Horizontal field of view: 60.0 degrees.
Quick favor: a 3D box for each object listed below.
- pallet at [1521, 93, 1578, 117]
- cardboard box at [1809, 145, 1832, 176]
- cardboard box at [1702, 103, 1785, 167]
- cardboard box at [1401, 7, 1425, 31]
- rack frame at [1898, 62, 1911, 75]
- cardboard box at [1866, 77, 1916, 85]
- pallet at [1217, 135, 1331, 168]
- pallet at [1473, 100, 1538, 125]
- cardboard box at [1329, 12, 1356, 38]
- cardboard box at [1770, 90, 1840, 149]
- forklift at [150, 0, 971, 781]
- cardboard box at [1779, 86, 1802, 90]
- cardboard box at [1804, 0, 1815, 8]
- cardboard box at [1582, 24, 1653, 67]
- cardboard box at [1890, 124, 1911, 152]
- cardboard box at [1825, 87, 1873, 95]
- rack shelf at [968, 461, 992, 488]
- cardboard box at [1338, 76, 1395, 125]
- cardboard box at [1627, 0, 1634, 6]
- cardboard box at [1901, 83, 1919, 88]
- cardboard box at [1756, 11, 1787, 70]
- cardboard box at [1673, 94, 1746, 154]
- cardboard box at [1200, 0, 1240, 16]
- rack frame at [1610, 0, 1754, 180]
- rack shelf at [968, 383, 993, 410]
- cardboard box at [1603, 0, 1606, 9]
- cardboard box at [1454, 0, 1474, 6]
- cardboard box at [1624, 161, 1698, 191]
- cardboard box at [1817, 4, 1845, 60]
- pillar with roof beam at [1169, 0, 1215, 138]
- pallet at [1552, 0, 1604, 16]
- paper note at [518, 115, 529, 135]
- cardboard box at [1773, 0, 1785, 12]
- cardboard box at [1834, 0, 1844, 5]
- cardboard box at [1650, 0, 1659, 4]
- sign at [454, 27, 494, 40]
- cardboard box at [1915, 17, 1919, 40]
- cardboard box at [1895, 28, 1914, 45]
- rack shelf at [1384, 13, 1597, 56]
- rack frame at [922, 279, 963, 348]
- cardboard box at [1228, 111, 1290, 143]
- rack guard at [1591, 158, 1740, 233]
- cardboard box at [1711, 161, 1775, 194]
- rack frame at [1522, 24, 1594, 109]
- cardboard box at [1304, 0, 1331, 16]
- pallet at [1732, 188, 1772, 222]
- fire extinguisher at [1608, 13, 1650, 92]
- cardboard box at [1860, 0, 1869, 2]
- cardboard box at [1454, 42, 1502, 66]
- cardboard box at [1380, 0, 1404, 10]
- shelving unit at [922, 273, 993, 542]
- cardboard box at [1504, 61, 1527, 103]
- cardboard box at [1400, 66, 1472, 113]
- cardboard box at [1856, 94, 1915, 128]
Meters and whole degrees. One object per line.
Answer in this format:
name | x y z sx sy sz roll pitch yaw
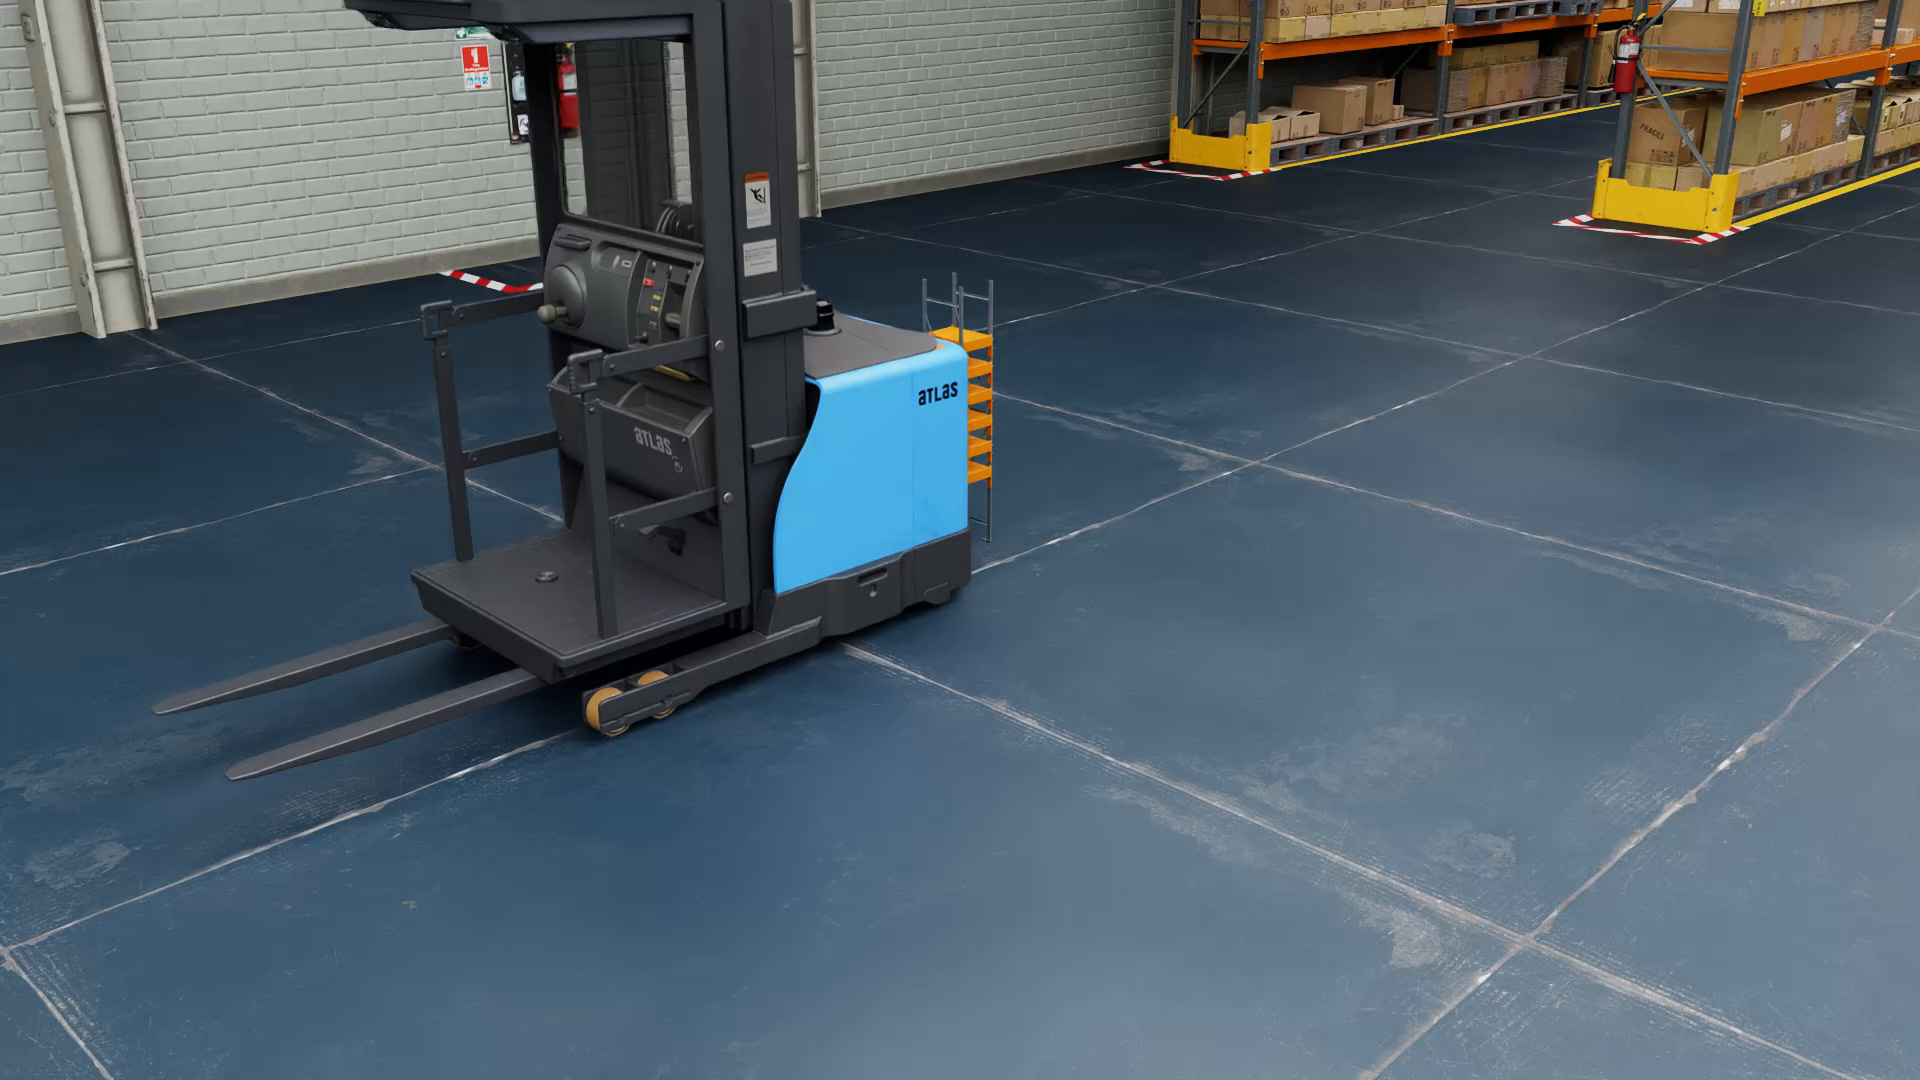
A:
pallet | 7.830 -6.072 23.079 1.003 0.211 1.213 19 28 41
cardboard box | 8.277 -3.788 16.496 0.500 0.250 0.500 19 28 41
cardboard box | 7.228 -3.753 15.360 0.500 0.500 0.500 19 28 41
cardboard box | 5.119 -6.162 19.607 0.500 0.250 0.500 19 28 41
rack frame | 11.928 -6.336 19.877 1.000 3.000 0.127 19 28 41
cardboard box | 10.992 -5.312 19.679 0.500 0.311 0.500 18 28 39
pallet | 3.441 -4.436 18.821 1.003 0.211 1.213 19 28 41
pallet | 6.979 -5.760 22.267 1.003 0.211 1.213 19 28 41
cardboard box | 4.075 -5.770 18.586 0.500 0.250 0.500 19 28 40
cardboard box | 8.268 -4.141 16.369 0.500 0.500 0.500 19 28 41
forklift | -1.362 -0.894 5.816 3.031 2.935 1.130 -19 28 -41
cardboard box | 8.247 -4.399 17.040 0.500 0.500 0.500 19 28 41
cardboard box | 7.672 -5.007 15.377 0.380 0.149 0.250 19 28 40
cardboard box | 9.599 -7.147 24.399 0.750 0.750 0.750 19 28 40
cardboard box | 9.954 -4.393 18.069 0.500 0.250 0.500 -19 28 -41
cardboard box | 9.923 -4.921 18.661 0.500 0.311 0.500 19 28 40
rack shelf | -0.010 -0.291 7.452 0.258 0.103 0.180 19 28 41
cardboard box | 4.891 -5.308 20.075 0.500 0.500 0.500 17 27 37
cardboard box | 9.462 -7.767 23.924 0.250 0.149 0.380 -19 28 -41
cardboard box | 11.027 -5.049 18.996 0.500 0.311 0.500 19 28 40
cardboard box | 7.045 -4.579 15.167 0.500 0.500 0.700 -19 28 -41
cardboard box | 7.195 -4.015 16.041 0.500 0.500 0.500 19 28 41
cardboard box | 2.972 -5.982 18.093 0.500 0.500 0.500 19 28 40
rack frame | 6.347 -4.279 14.527 1.000 3.000 0.127 19 28 41
rack shelf | -0.010 -0.627 7.323 0.258 0.103 0.180 19 28 41
cardboard box | 8.772 -7.493 23.211 0.380 0.149 0.250 19 28 40
cardboard box | 5.965 -6.921 20.647 0.700 0.500 0.500 19 28 41
cardboard box | 6.510 -3.404 15.496 0.500 0.250 0.500 19 28 41
cardboard box | 8.117 -4.973 16.193 0.500 0.500 0.700 -20 28 -41
pillar with roof beam | 5.749 -7.637 14.902 9.100 9.000 0.400 19 28 41
pallet | 7.956 -7.275 22.589 1.213 0.211 1.003 19 28 41
paper note | -3.446 -3.307 13.226 0.016 0.148 0.142 19 28 41
cardboard box | 7.133 -4.808 14.859 0.380 0.149 0.250 19 28 41
cardboard box | 8.215 -5.207 15.898 0.250 0.149 0.380 -19 28 -41
cardboard box | 10.023 -7.956 24.415 0.250 0.149 0.380 -19 28 -40
sign | -3.723 -3.893 12.734 0.001 0.109 0.331 19 28 41
cardboard box | 10.402 -5.812 18.374 0.500 0.500 0.500 19 28 41
cardboard box | 9.902 -5.367 17.707 0.380 0.149 0.250 19 28 41
rack shelf | 6.981 -6.725 21.892 1.077 0.370 4.000 19 28 41
rack frame | -0.074 -0.533 7.288 0.240 1.200 0.006 19 28 41
cardboard box | 3.343 -4.624 18.558 0.500 0.311 0.500 15 26 35
rack guard | 6.331 -3.106 14.959 1.175 0.500 0.348 19 28 41
cardboard box | 7.227 -3.403 15.495 0.500 0.250 0.500 19 28 41
rack frame | 8.376 -7.574 23.100 1.000 3.000 0.127 19 28 41
cardboard box | 3.696 -5.979 18.086 0.500 0.500 0.500 19 28 41
pallet | 6.851 -3.185 15.566 1.003 0.211 1.213 19 28 41
fire extinguisher | 5.932 -4.329 14.764 0.296 0.674 0.183 19 28 41
cardboard box | 8.747 -5.402 16.406 0.380 0.149 0.250 18 28 39
cardboard box | 6.753 -6.377 21.810 0.500 0.250 0.500 18 28 39
cardboard box | 4.775 -6.380 19.129 0.500 0.500 0.500 18 28 39
shelving unit | -0.010 -0.556 7.350 0.258 1.200 0.189 19 28 41
cardboard box | 7.143 -6.177 22.335 0.700 0.500 0.500 19 28 40
cardboard box | 6.088 -5.778 21.298 0.500 0.500 0.700 -19 28 -40
cardboard box | 9.958 -4.653 17.965 0.500 0.311 0.500 19 28 40
